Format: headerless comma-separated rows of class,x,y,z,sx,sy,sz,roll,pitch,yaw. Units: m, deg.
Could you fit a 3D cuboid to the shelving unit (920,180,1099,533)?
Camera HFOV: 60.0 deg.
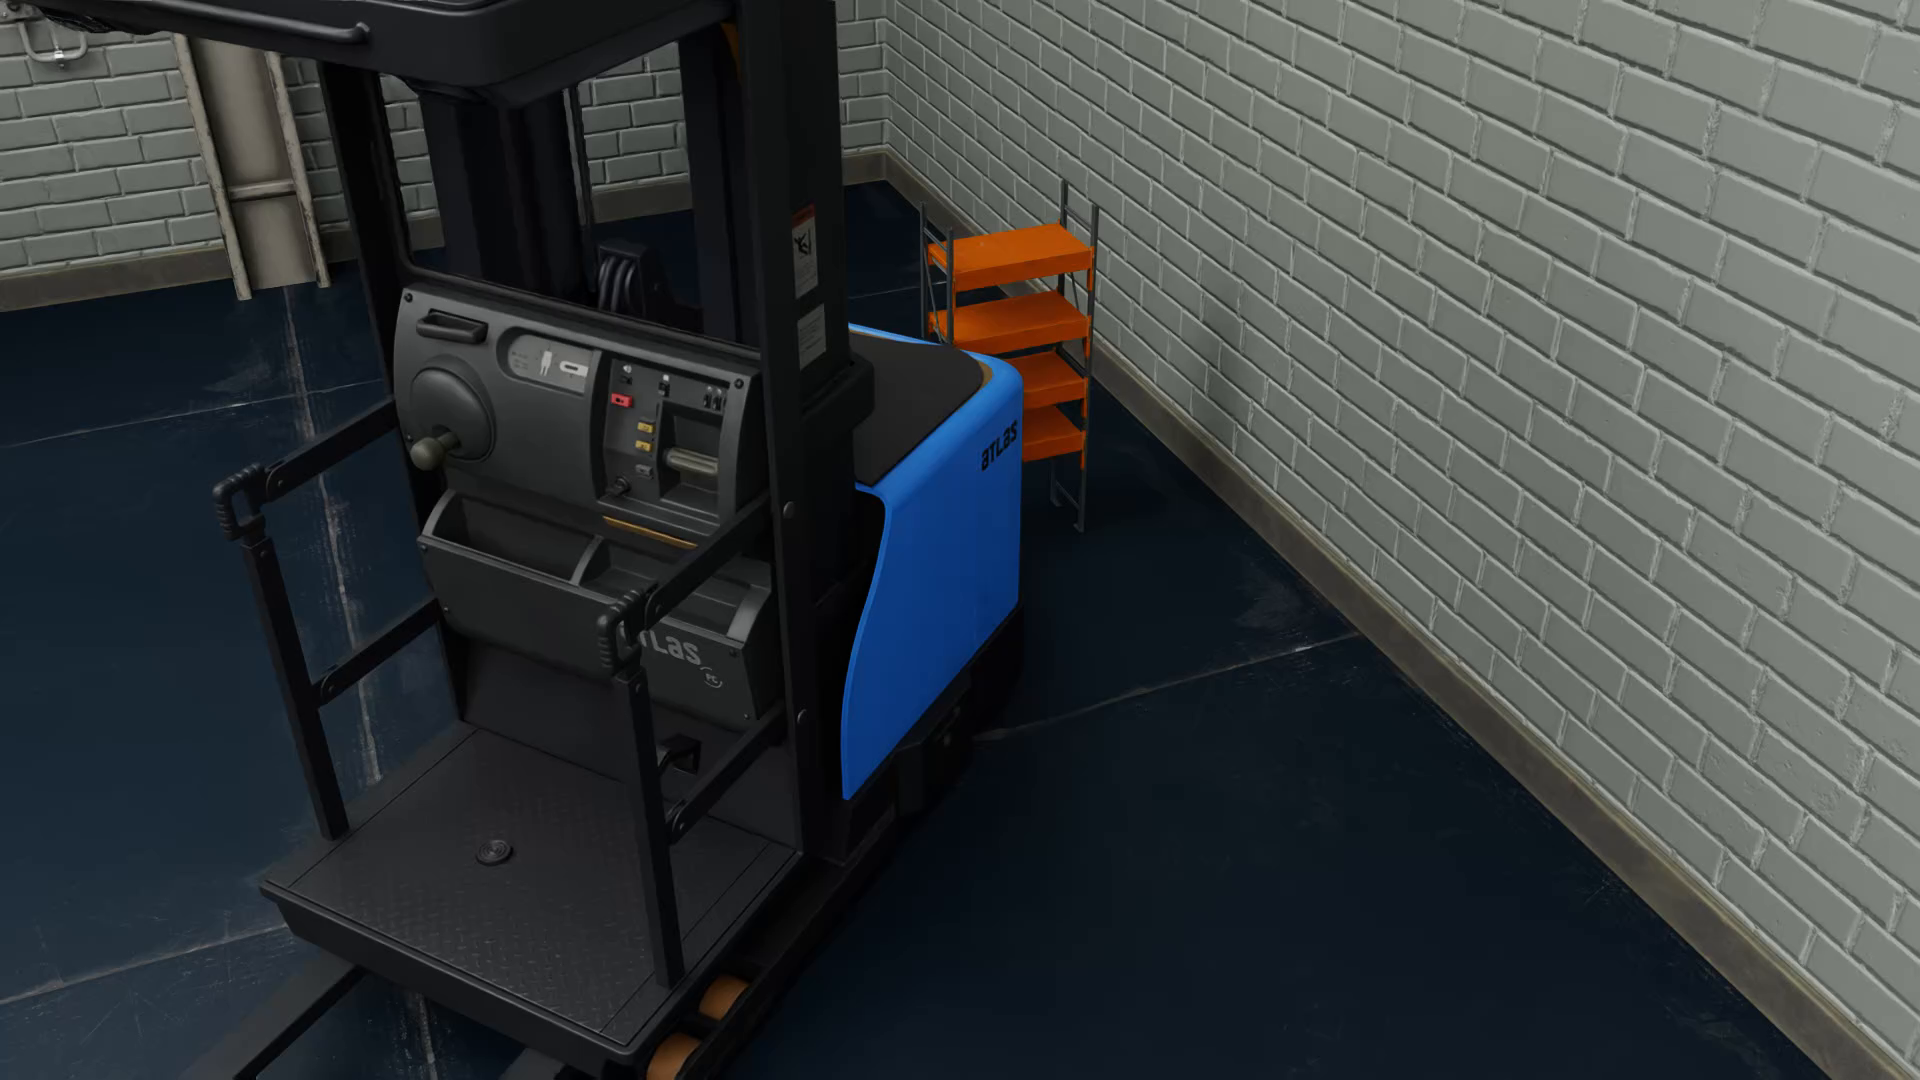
shelving unit,0.153,-0.538,5.476,0.503,1.200,0.258,-13,35,-19

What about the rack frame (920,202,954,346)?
rack frame,-0.072,-0.486,5.397,0.015,1.200,0.240,-13,35,-19

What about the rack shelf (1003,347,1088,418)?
rack shelf,0.153,-0.481,5.513,0.480,0.148,0.258,-13,35,-19

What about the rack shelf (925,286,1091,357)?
rack shelf,0.153,-0.669,5.391,0.480,0.148,0.258,-13,35,-19

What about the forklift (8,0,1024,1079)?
forklift,-0.944,-0.224,3.407,1.130,2.935,3.031,16,36,23

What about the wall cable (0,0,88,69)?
wall cable,-4.419,-2.606,6.074,1.851,1.984,0.084,-13,35,-19

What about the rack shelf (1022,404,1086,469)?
rack shelf,0.153,-0.315,5.621,0.480,0.148,0.258,-13,35,-19

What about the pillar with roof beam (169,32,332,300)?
pillar with roof beam,-1.413,-2.789,1.786,0.400,9.000,9.100,-13,35,-19

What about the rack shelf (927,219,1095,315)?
rack shelf,0.153,-0.867,5.262,0.480,0.148,0.258,-13,35,-19

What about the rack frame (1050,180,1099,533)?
rack frame,0.378,-0.589,5.556,0.015,1.200,0.240,-13,35,-19
